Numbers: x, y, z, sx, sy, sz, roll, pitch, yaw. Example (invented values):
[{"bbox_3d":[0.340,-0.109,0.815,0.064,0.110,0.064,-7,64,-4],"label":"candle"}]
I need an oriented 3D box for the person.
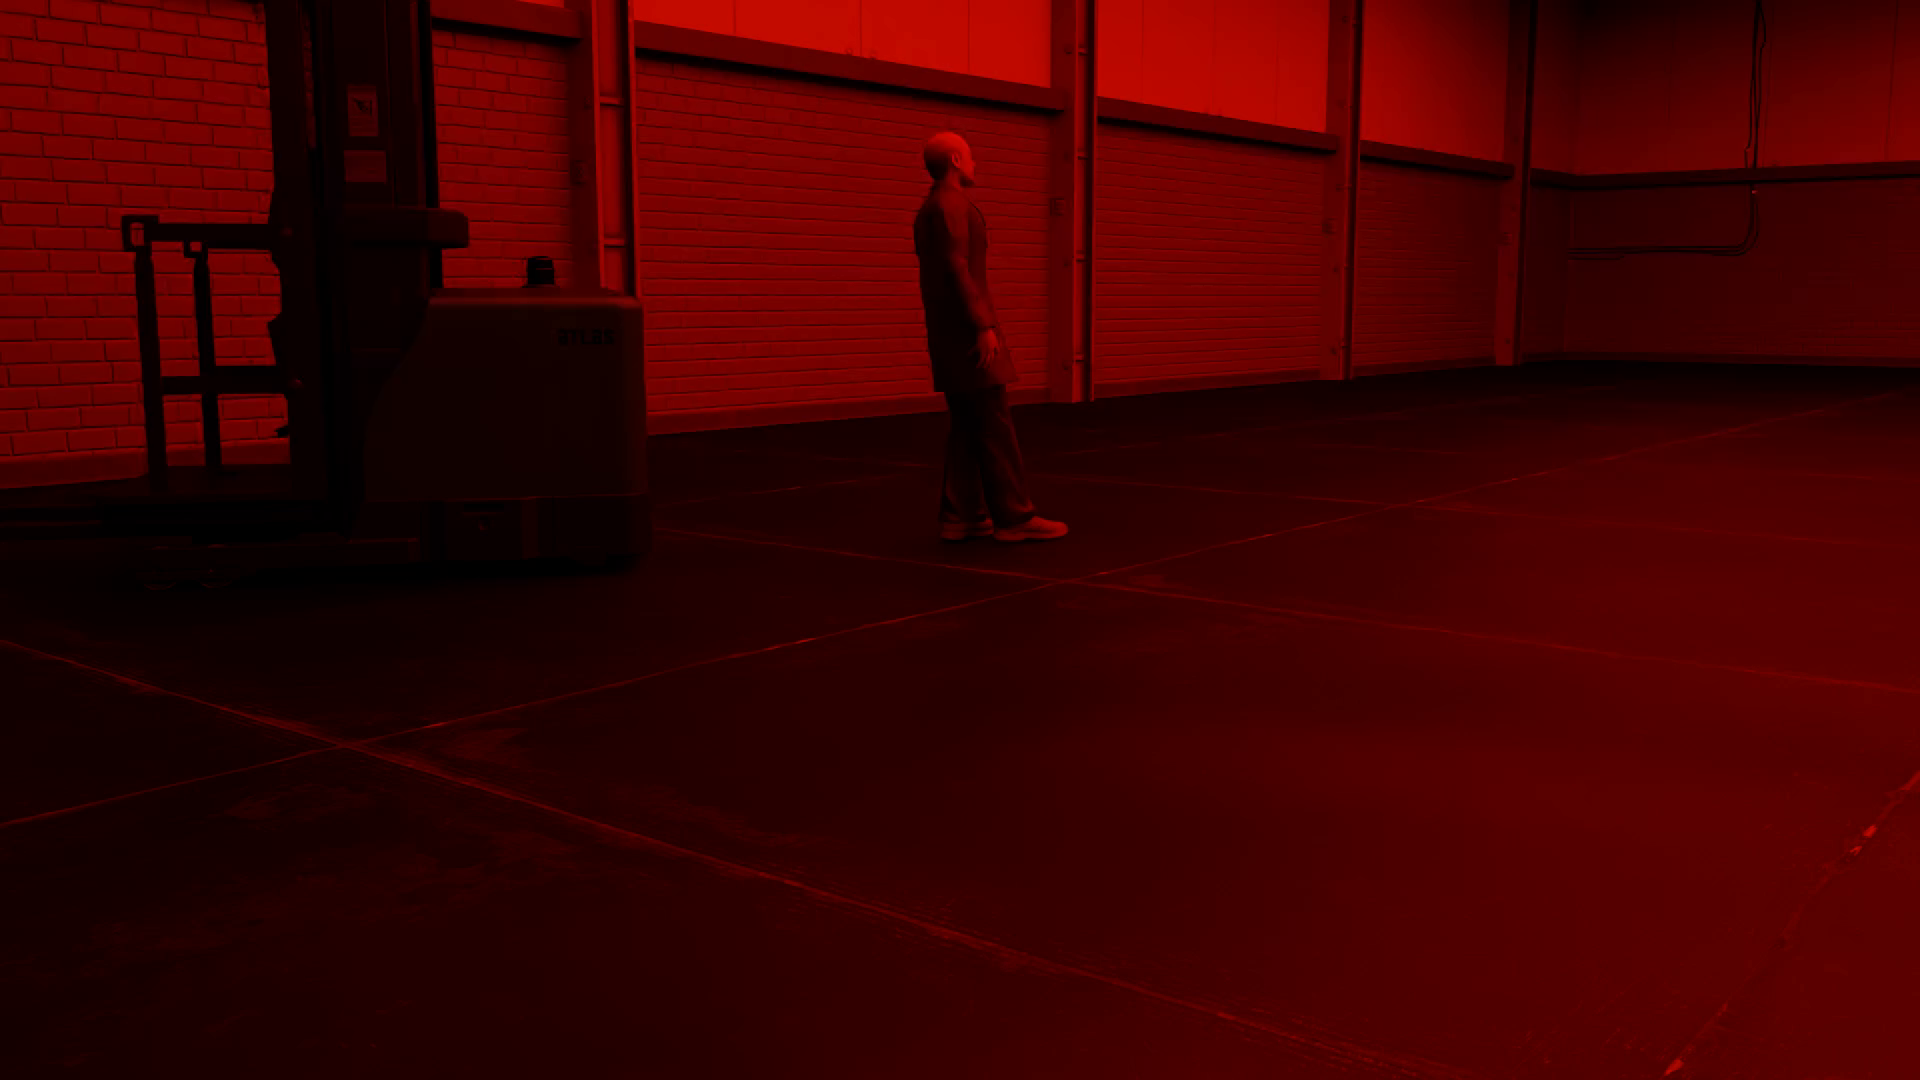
[{"bbox_3d":[0.148,-0.883,7.321,0.659,1.776,0.703,-2,9,-12],"label":"person"}]

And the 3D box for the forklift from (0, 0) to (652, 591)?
[{"bbox_3d":[-2.799,-1.348,6.492,3.031,2.935,1.130,-2,9,-13],"label":"forklift"}]
